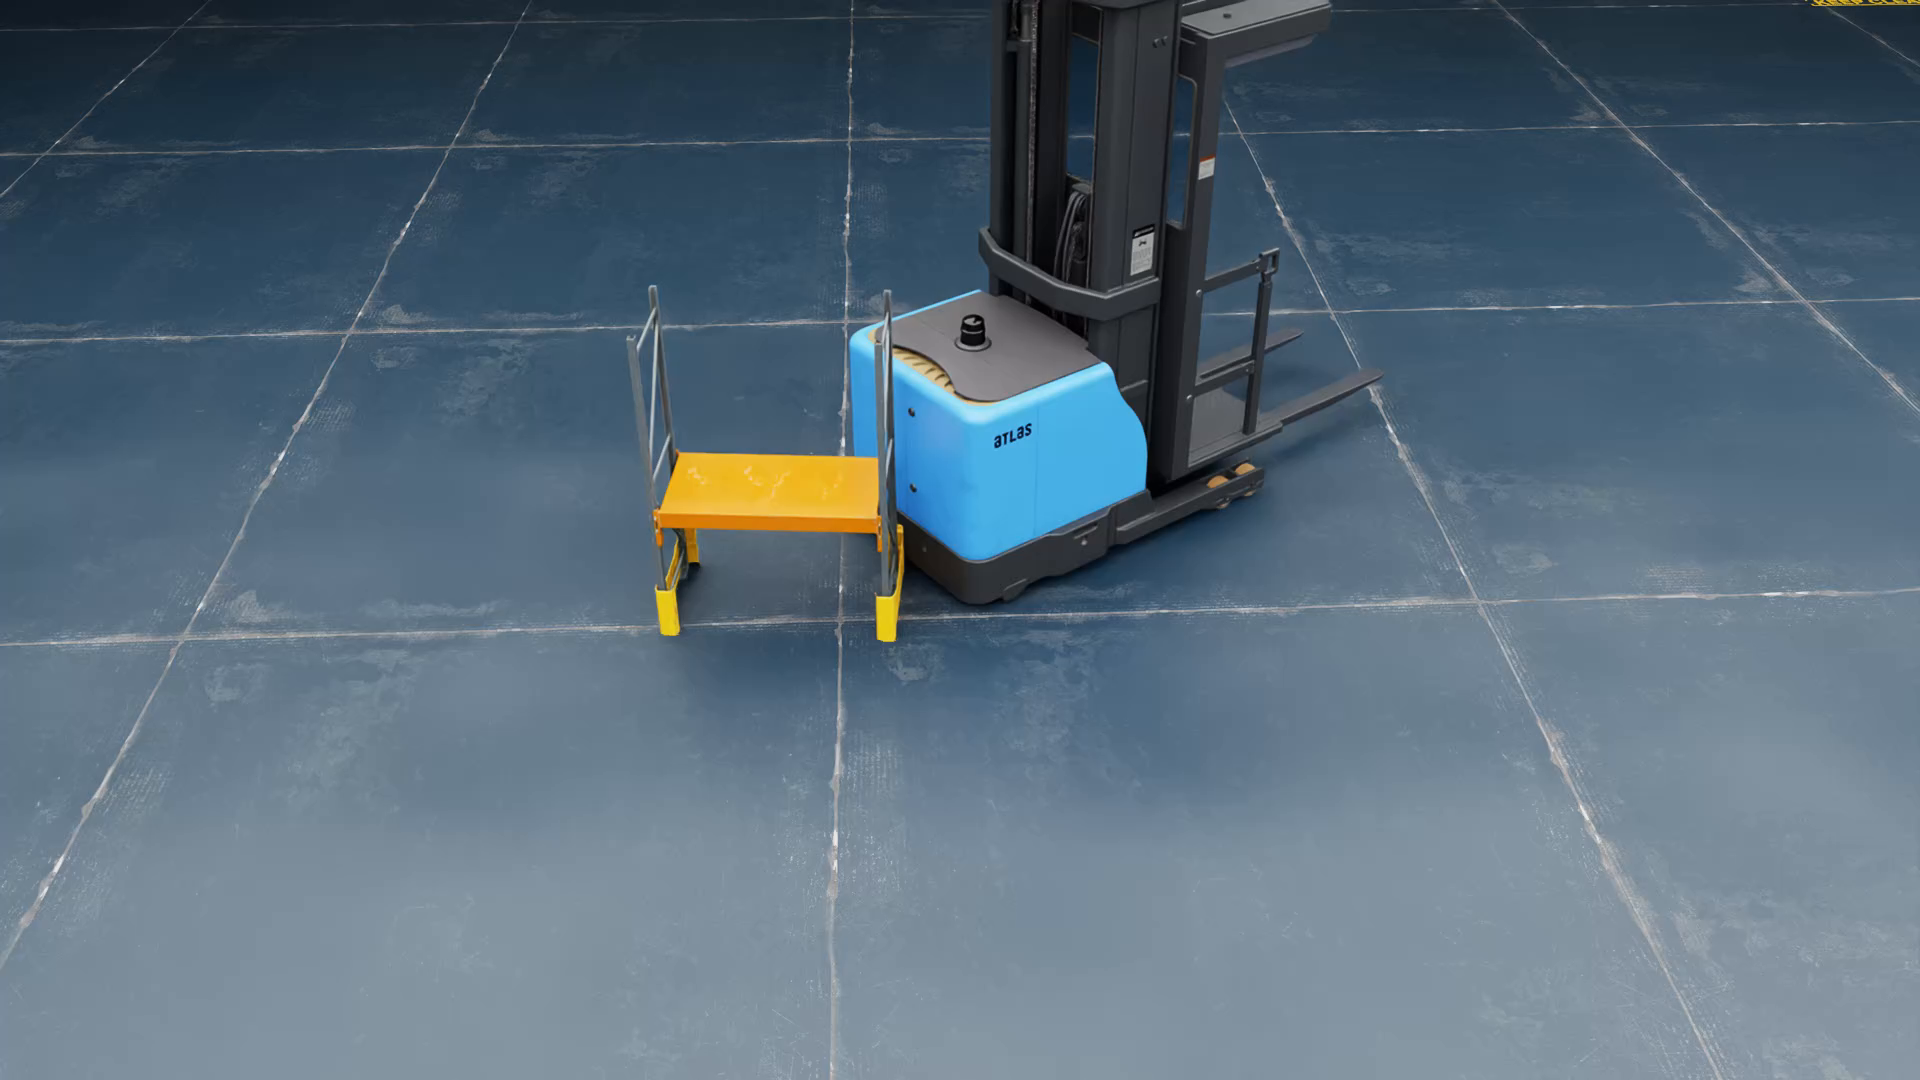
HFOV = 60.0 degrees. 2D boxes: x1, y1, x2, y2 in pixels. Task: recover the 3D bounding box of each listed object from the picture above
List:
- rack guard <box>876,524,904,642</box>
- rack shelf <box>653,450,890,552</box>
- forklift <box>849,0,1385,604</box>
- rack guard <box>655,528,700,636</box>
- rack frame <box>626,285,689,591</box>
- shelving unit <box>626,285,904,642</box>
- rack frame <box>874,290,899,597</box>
[{"bbox_3d":[-0.324,0.195,7.748,0.087,0.250,0.587,1,35,2],"label":"rack guard"},{"bbox_3d":[-0.831,-0.184,7.514,1.000,0.185,0.538,1,35,2],"label":"rack shelf"},{"bbox_3d":[0.948,-1.582,7.960,3.031,2.935,1.130,-23,41,-30],"label":"forklift"},{"bbox_3d":[-1.319,0.170,7.785,0.087,0.250,0.587,1,35,2],"label":"rack guard"},{"bbox_3d":[-1.339,-0.345,7.430,0.032,1.500,0.500,1,35,2],"label":"rack frame"},{"bbox_3d":[-0.822,-0.331,7.411,1.083,1.500,0.587,1,35,2],"label":"shelving unit"},{"bbox_3d":[-0.323,-0.319,7.392,0.032,1.500,0.500,1,35,2],"label":"rack frame"}]
